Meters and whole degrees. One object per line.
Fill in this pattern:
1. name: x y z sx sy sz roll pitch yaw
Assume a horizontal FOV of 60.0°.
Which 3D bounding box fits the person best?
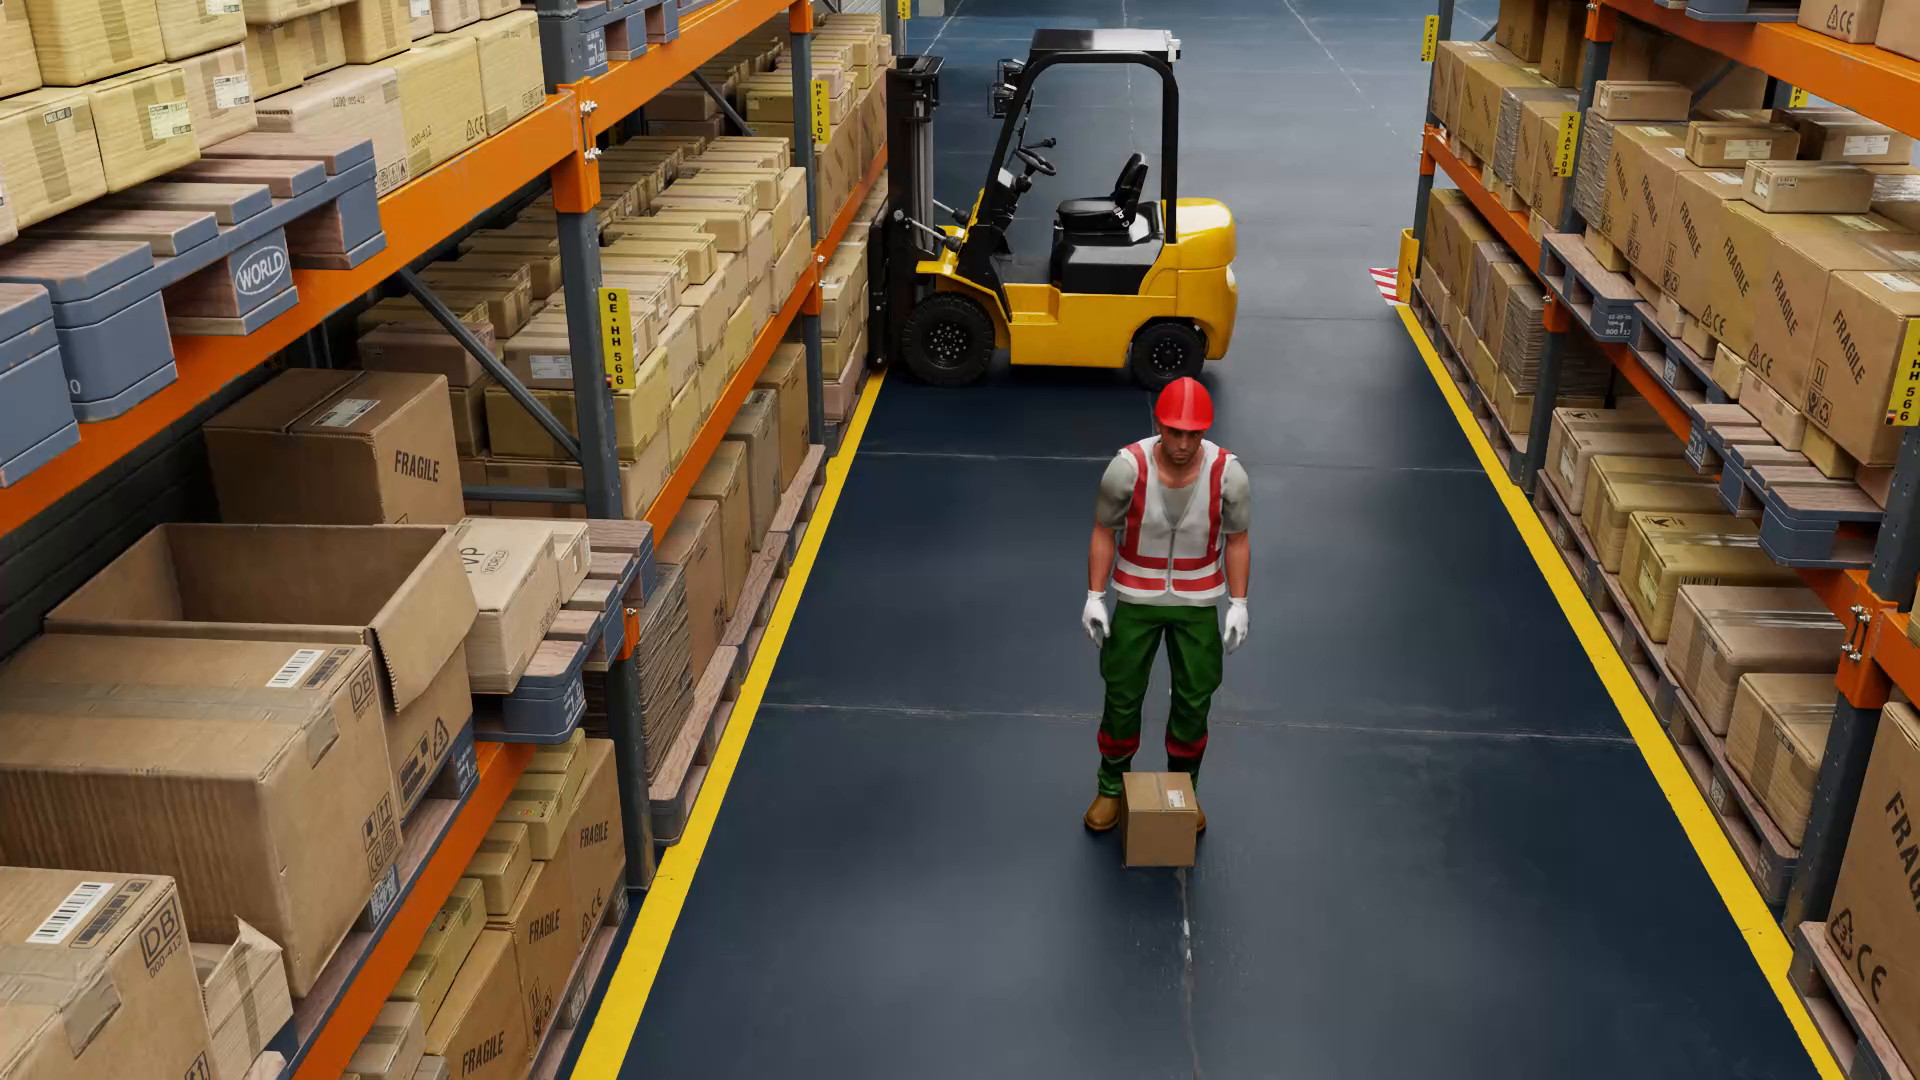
1. person: 0.750 0.244 6.045 0.608 1.780 0.448 2 24 4
